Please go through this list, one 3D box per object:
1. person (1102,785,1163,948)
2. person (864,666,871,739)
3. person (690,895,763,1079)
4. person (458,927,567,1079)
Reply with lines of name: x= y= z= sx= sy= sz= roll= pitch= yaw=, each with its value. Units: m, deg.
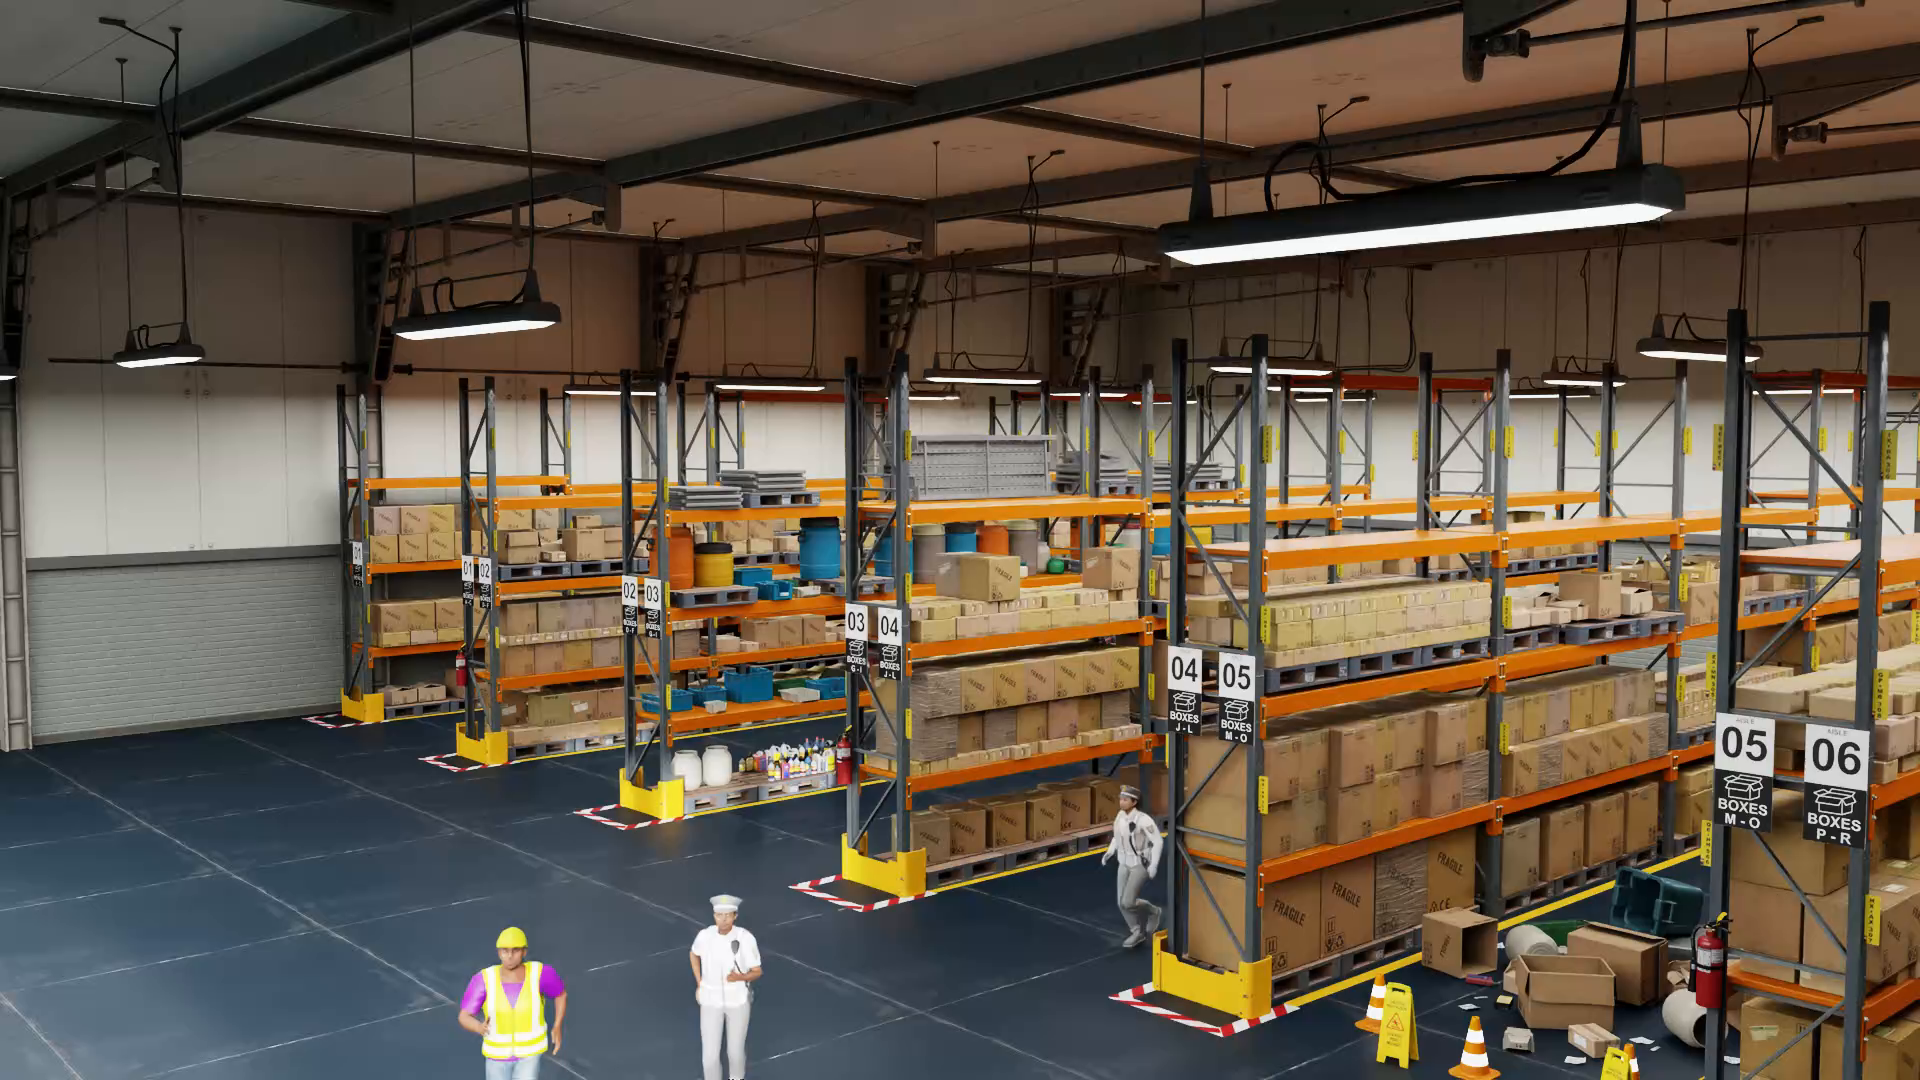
person: x=1.734 y=3.254 z=16.640 sx=0.577 sy=1.652 sz=0.621 roll=-3 pitch=5 yaw=-38
person: x=-1.759 y=2.568 z=27.483 sx=0.522 sy=1.559 sz=0.555 roll=3 pitch=5 yaw=42
person: x=-1.753 y=3.499 z=12.419 sx=0.560 sy=1.754 sz=0.707 roll=0 pitch=4 yaw=-4
person: x=-3.079 y=3.521 z=11.462 sx=0.718 sy=1.747 sz=0.882 roll=-1 pitch=4 yaw=-10
